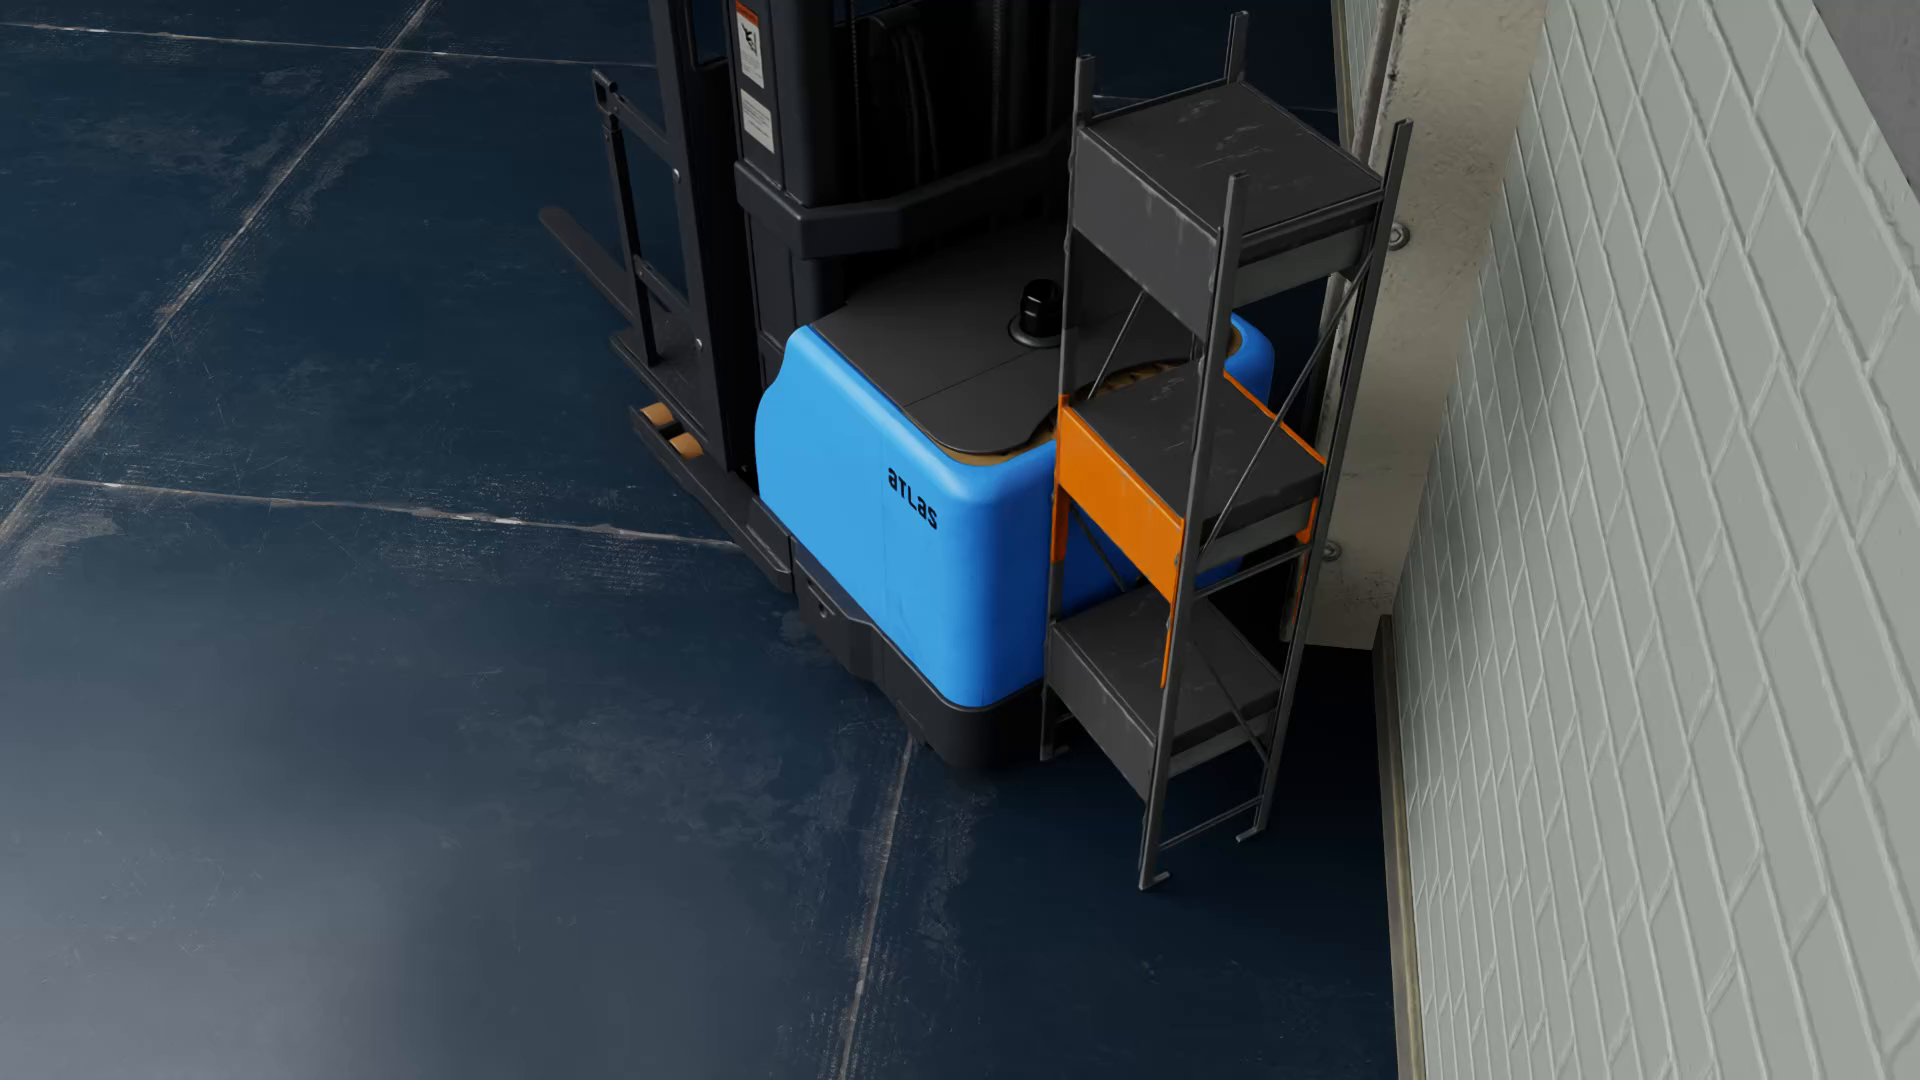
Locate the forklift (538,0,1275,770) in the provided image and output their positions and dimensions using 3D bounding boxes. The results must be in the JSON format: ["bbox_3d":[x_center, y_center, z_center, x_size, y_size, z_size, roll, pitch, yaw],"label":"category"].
[{"bbox_3d":[-0.437,-1.421,4.619,1.130,2.935,3.031,-26,49,-25],"label":"forklift"}]

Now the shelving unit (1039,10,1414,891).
[{"bbox_3d":[0.518,-0.073,3.800,0.431,2.100,0.503,-21,47,-21],"label":"shelving unit"}]

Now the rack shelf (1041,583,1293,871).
[{"bbox_3d":[0.518,0.445,4.291,0.431,0.518,0.480,-21,47,-21],"label":"rack shelf"}]

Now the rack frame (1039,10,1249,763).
[{"bbox_3d":[0.397,-0.219,3.954,0.400,2.100,0.015,-21,47,-21],"label":"rack frame"}]

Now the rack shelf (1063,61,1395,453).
[{"bbox_3d":[0.519,-0.572,3.328,0.431,0.518,0.480,-21,47,-21],"label":"rack shelf"}]

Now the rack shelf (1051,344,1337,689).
[{"bbox_3d":[0.518,-0.063,3.809,0.431,0.518,0.480,-21,47,-21],"label":"rack shelf"}]

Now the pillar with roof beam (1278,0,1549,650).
[{"bbox_3d":[-3.141,-3.481,2.381,9.100,9.000,0.400,5,44,6],"label":"pillar with roof beam"}]

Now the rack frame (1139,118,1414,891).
[{"bbox_3d":[0.640,0.072,3.646,0.400,2.100,0.015,-21,47,-21],"label":"rack frame"}]
